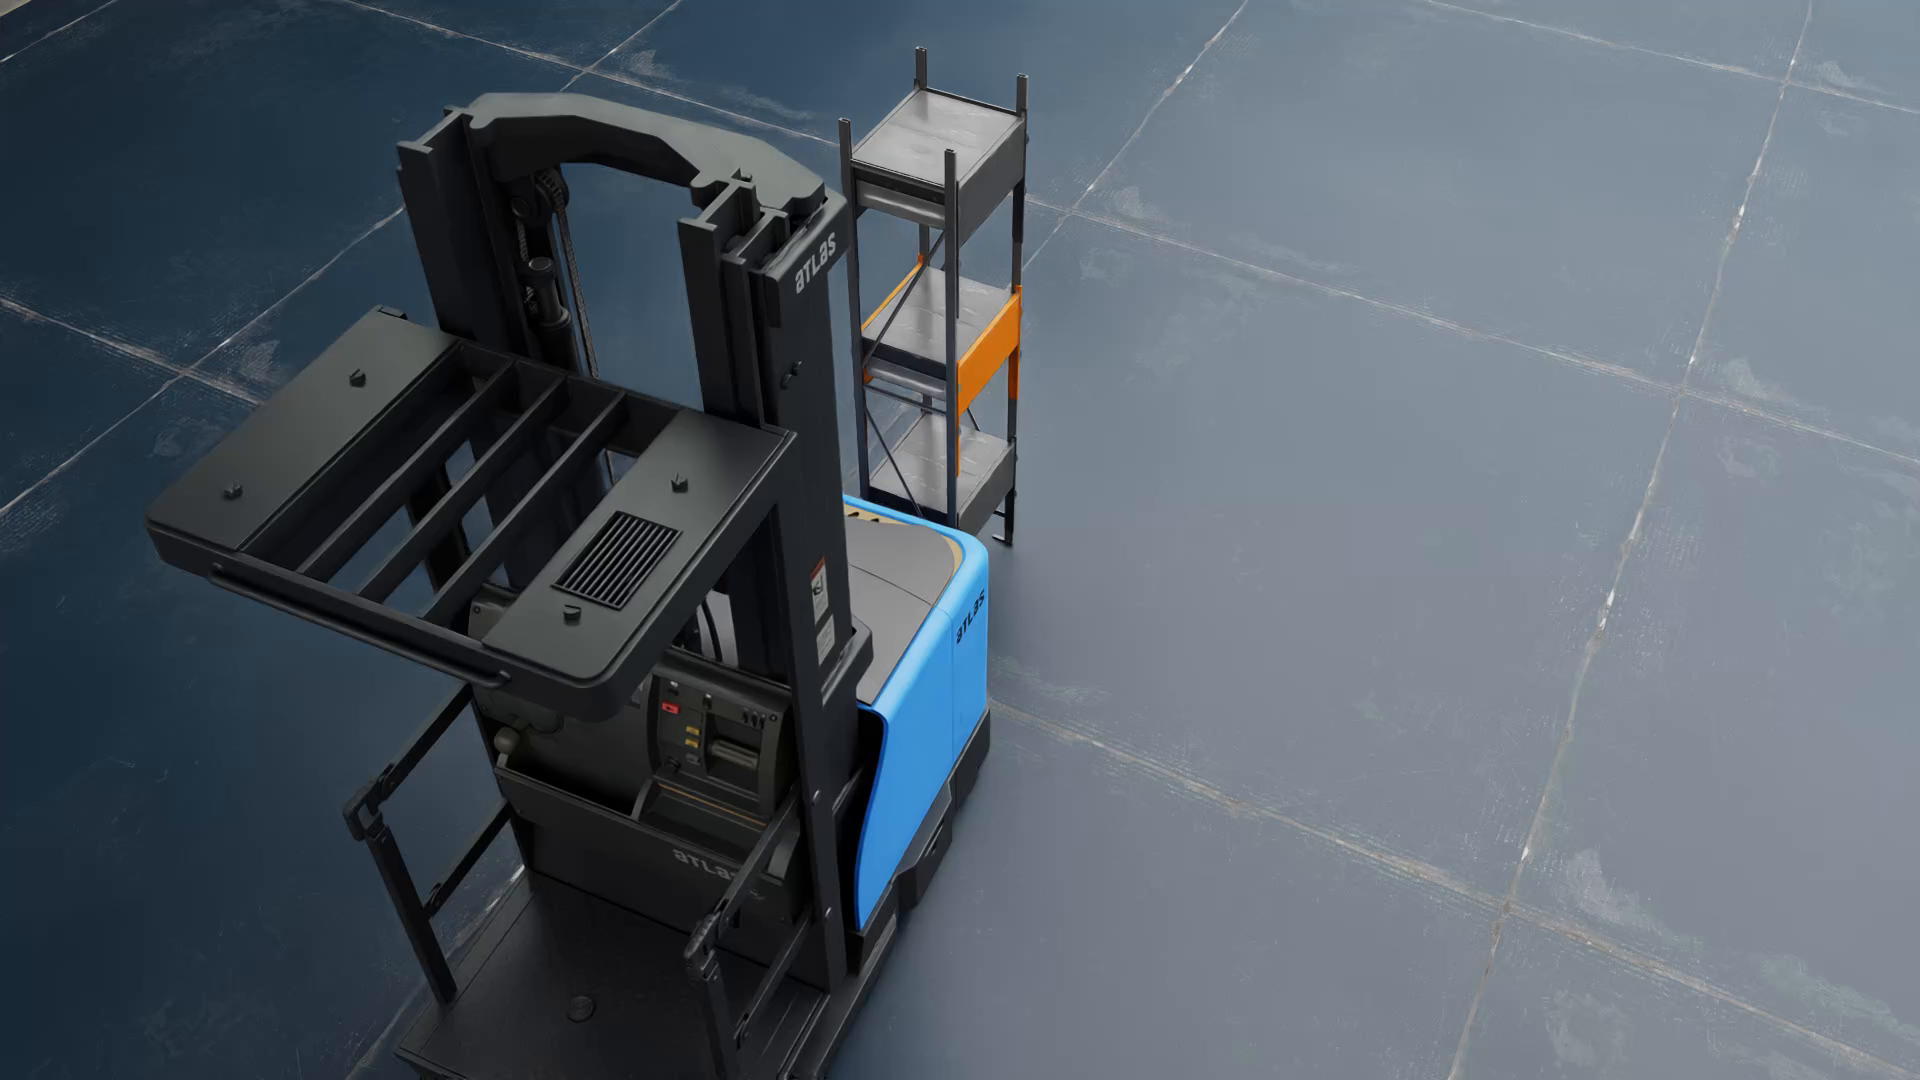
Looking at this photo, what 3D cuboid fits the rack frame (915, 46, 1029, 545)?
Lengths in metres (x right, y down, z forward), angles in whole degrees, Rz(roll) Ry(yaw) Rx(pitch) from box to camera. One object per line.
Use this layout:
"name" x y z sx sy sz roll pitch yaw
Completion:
"rack frame" 0.036 -0.788 6.052 0.400 2.100 0.015 20 49 19

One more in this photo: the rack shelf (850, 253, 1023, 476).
"rack shelf" -0.077 -0.624 5.910 0.431 0.518 0.480 20 49 19

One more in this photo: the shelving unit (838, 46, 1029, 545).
"shelving unit" -0.077 -0.634 5.900 0.431 2.100 0.503 20 49 19

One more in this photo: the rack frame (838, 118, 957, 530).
"rack frame" -0.190 -0.480 5.748 0.400 2.100 0.015 20 49 19

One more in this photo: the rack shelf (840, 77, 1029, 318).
"rack shelf" -0.077 -1.116 5.412 0.431 0.518 0.480 20 49 19

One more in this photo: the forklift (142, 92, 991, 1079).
"forklift" -0.958 0.539 4.156 1.130 2.935 3.031 18 48 17

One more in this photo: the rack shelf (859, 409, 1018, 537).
"rack shelf" -0.077 -0.132 6.408 0.431 0.518 0.480 20 49 19
